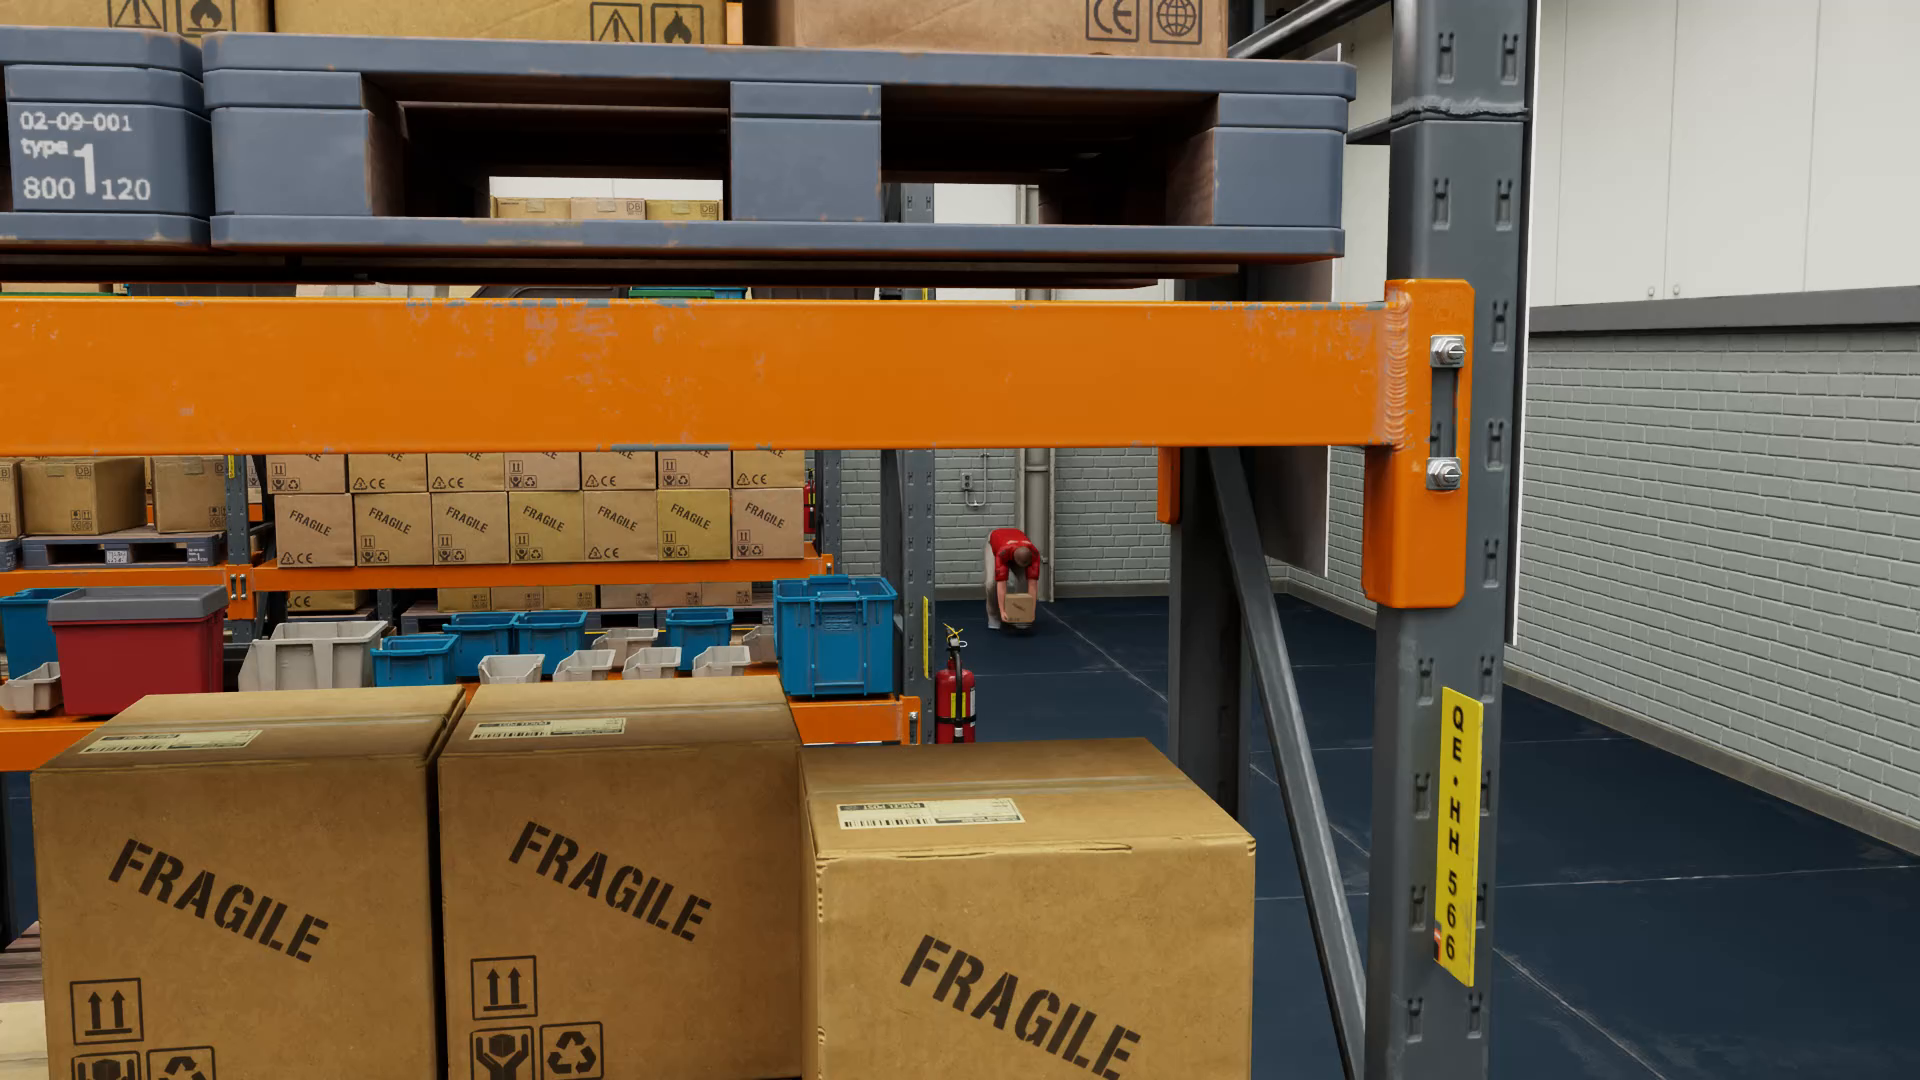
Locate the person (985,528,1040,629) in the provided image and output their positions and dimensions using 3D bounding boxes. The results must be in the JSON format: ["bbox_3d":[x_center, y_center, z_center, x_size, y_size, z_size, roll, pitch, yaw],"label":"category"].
[{"bbox_3d":[0.519,0.406,16.434,0.500,1.002,0.908,-1,7,-11],"label":"person"}]
